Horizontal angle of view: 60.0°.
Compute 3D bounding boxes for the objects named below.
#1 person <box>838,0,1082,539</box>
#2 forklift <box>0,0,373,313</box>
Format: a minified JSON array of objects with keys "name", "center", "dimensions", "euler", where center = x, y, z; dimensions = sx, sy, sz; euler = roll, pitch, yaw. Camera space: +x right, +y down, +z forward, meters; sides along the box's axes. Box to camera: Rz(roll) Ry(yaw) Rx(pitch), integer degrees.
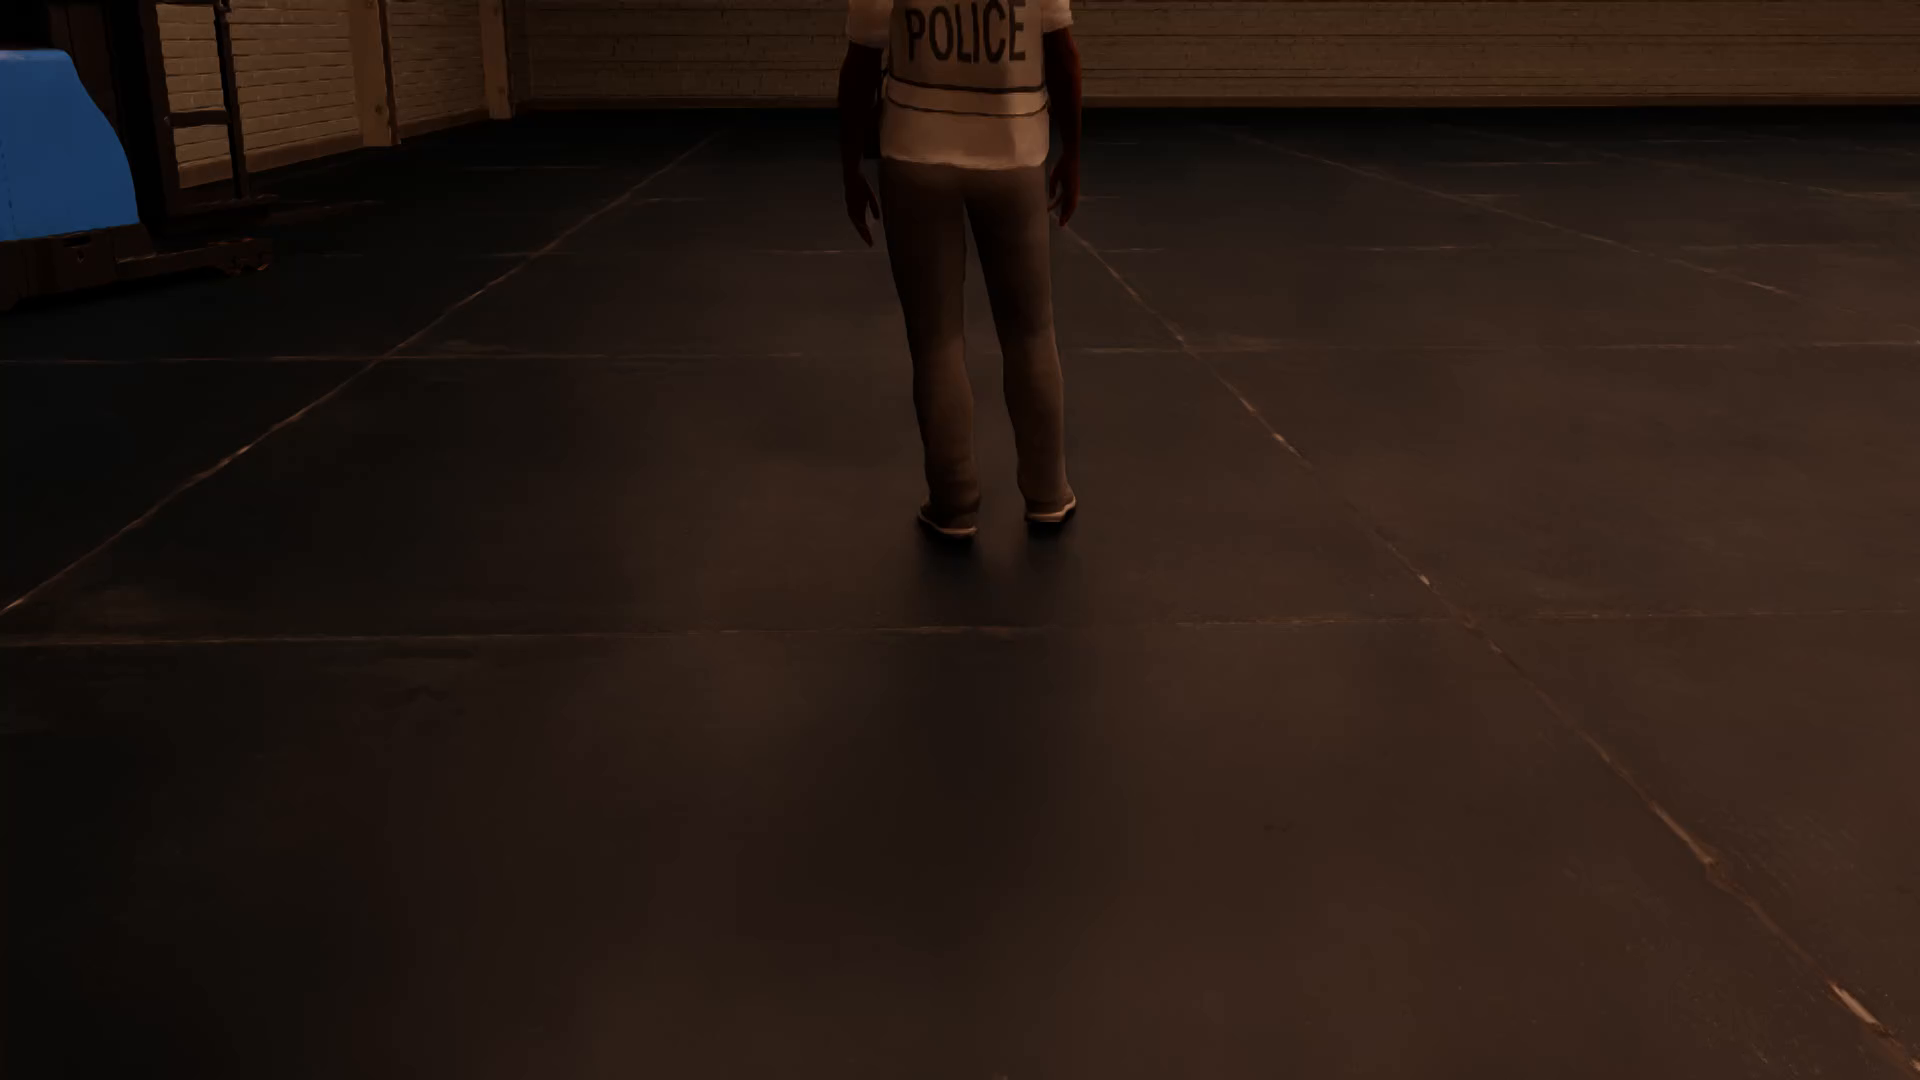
[{"name":"person","center":[0.016,-0.840,3.740],"dimensions":[0.570,1.695,0.529],"euler":[-1,17,-3]},{"name":"forklift","center":[-4.097,-2.721,7.801],"dimensions":[1.130,2.935,3.031],"euler":[5,18,16]}]
